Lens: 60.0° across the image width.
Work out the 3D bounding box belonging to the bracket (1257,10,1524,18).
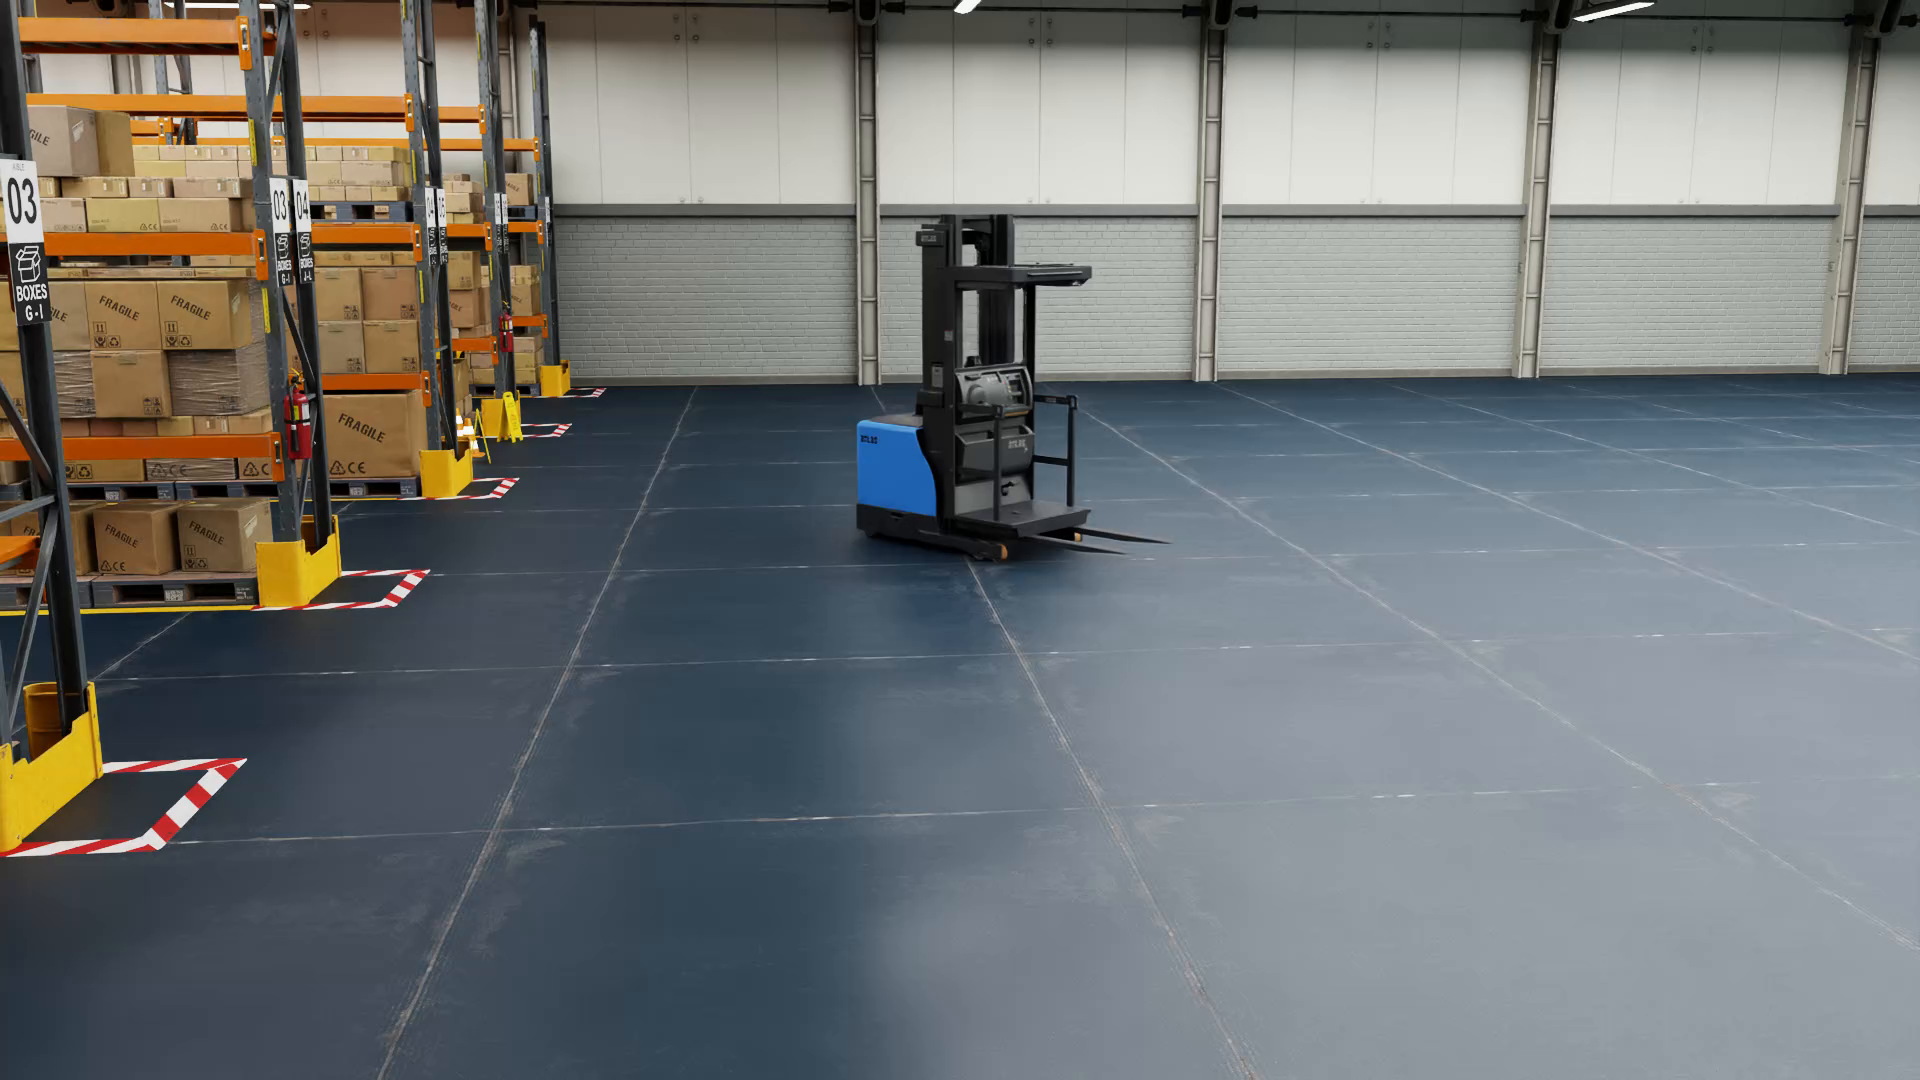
[{"bbox_3d":[7.407,-9.040,28.573,4.783,0.066,0.076,-1,11,-6],"label":"bracket"}]

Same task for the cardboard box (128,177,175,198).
[{"bbox_3d":[-5.927,-2.593,12.244,0.250,0.149,0.380,-2,11,-9],"label":"cardboard box"}]

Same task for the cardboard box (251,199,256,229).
[{"bbox_3d":[-5.659,-2.512,12.867,0.500,0.250,0.500,-1,11,-4],"label":"cardboard box"}]

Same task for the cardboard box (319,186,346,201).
[{"bbox_3d":[-6.388,-3.549,17.055,0.250,0.149,0.380,-1,11,-5],"label":"cardboard box"}]

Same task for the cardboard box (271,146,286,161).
[{"bbox_3d":[-6.895,-3.930,16.924,0.250,0.149,0.380,-1,11,-6],"label":"cardboard box"}]

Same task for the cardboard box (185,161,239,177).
[{"bbox_3d":[-7.542,-3.733,16.954,0.500,0.250,0.500,-1,11,-6],"label":"cardboard box"}]

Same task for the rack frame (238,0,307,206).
[{"bbox_3d":[-5.153,-4.018,12.362,0.127,3.000,1.000,-1,11,-6],"label":"rack frame"}]

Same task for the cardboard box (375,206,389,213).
[{"bbox_3d":[-7.718,-4.435,21.875,0.500,0.250,0.500,-1,11,-4],"label":"cardboard box"}]

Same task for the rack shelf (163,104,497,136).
[{"bbox_3d":[-8.211,-5.523,21.887,4.000,0.370,1.077,-1,11,-6],"label":"rack shelf"}]

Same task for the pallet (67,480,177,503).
[{"bbox_3d":[-8.800,-0.577,17.639,1.213,0.211,1.003,-1,11,-6],"label":"pallet"}]

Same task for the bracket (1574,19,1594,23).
[{"bbox_3d":[10.794,-9.111,28.934,0.430,0.232,0.235,-1,11,-6],"label":"bracket"}]

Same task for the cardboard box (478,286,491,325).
[{"bbox_3d":[-6.724,-3.214,22.790,0.500,0.500,0.500,-1,11,-7],"label":"cardboard box"}]

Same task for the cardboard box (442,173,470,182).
[{"bbox_3d":[-8.205,-5.645,26.804,0.500,0.500,0.700,-1,11,-6],"label":"cardboard box"}]

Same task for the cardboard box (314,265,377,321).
[{"bbox_3d":[-6.498,-2.602,17.521,0.550,0.550,0.875,-1,11,-6],"label":"cardboard box"}]

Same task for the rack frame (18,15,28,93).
[{"bbox_3d":[-14.716,-6.704,26.023,0.127,3.000,1.000,-1,11,-6],"label":"rack frame"}]

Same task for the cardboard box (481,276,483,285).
[{"bbox_3d":[-7.840,-4.226,27.028,0.250,0.149,0.380,-1,11,-6],"label":"cardboard box"}]

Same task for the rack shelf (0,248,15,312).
[{"bbox_3d":[-6.606,-1.202,7.677,4.000,0.370,1.077,-1,11,-6],"label":"rack shelf"}]

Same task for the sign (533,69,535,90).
[{"bbox_3d":[-6.718,-7.263,26.242,0.005,0.325,0.100,-1,11,-6],"label":"sign"}]

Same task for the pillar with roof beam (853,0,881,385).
[{"bbox_3d":[-1.122,-6.328,24.112,0.548,9.000,9.100,-1,11,-6],"label":"pillar with roof beam"}]

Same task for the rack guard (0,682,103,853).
[{"bbox_3d":[-4.688,1.112,8.296,0.348,0.500,1.175,-1,11,-6],"label":"rack guard"}]

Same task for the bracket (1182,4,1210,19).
[{"bbox_3d":[4.004,-8.968,28.210,0.430,0.232,0.235,-1,11,-6],"label":"bracket"}]

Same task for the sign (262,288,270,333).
[{"bbox_3d":[-5.113,-1.691,12.255,0.005,0.325,0.100,-1,11,-6],"label":"sign"}]

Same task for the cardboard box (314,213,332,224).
[{"bbox_3d":[-8.327,-4.232,21.875,0.250,0.149,0.380,-1,11,-6],"label":"cardboard box"}]

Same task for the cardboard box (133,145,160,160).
[{"bbox_3d":[-8.152,-3.904,16.791,0.250,0.149,0.380,-1,11,-5],"label":"cardboard box"}]

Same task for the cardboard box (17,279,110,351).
[{"bbox_3d":[-6.666,-1.680,12.397,0.500,0.500,0.500,-1,11,-6],"label":"cardboard box"}]

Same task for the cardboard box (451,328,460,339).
[{"bbox_3d":[-6.811,-2.777,22.248,0.250,0.149,0.380,-1,11,-7],"label":"cardboard box"}]

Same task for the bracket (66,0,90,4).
[{"bbox_3d":[-13.891,-8.593,26.303,0.430,0.232,0.235,-1,11,-6],"label":"bracket"}]

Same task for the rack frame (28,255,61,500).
[{"bbox_3d":[-9.564,-1.945,17.366,0.127,3.000,1.000,-1,11,-6],"label":"rack frame"}]

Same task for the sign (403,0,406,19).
[{"bbox_3d":[-5.543,-5.364,16.582,0.005,0.325,0.100,-1,11,-6],"label":"sign"}]

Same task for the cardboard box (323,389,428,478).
[{"bbox_3d":[-6.255,-1.165,17.818,0.875,0.875,0.875,-1,11,-6],"label":"cardboard box"}]

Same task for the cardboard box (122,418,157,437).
[{"bbox_3d":[-6.155,-0.883,12.619,0.250,0.149,0.380,-1,11,-6],"label":"cardboard box"}]

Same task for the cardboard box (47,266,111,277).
[{"bbox_3d":[-9.194,-2.549,17.253,0.550,0.550,0.875,-1,11,-6],"label":"cardboard box"}]

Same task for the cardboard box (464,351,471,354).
[{"bbox_3d":[-8.194,-3.181,27.101,0.500,0.250,0.500,-1,11,-5],"label":"cardboard box"}]

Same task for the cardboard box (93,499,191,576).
[{"bbox_3d":[-6.366,-0.025,12.995,0.500,0.500,0.500,2,11,9],"label":"cardboard box"}]

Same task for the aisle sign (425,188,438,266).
[{"bbox_3d":[-5.485,-3.248,17.254,0.004,0.787,0.394,-1,11,-6],"label":"aisle sign"}]

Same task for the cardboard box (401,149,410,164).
[{"bbox_3d":[-5.954,-4.077,17.673,0.250,0.149,0.380,-1,11,-5],"label":"cardboard box"}]

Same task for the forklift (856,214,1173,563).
[{"bbox_3d":[0.462,-1.355,14.546,3.031,2.935,1.130,10,15,42],"label":"forklift"}]

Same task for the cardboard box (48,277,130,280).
[{"bbox_3d":[-6.724,-1.781,12.913,0.500,0.500,0.500,-1,11,-6],"label":"cardboard box"}]

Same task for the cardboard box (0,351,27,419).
[{"bbox_3d":[-7.187,-1.220,12.648,0.500,0.500,0.875,-1,11,-6],"label":"cardboard box"}]

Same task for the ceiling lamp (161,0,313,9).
[{"bbox_3d":[-10.364,-9.233,23.754,2.000,3.185,0.800,-1,11,-6],"label":"ceiling lamp"}]

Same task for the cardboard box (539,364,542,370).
[{"bbox_3d":[-7.272,-2.811,27.813,0.500,0.250,0.500,-1,11,-6],"label":"cardboard box"}]

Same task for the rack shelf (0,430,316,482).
[{"bbox_3d":[-7.141,-0.680,12.798,4.000,0.370,1.077,-1,11,-6],"label":"rack shelf"}]

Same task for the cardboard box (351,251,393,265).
[{"bbox_3d":[-7.707,-3.569,22.005,0.500,0.500,0.700,-1,11,-7],"label":"cardboard box"}]

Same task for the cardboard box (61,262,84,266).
[{"bbox_3d":[-11.588,-3.531,21.635,0.250,0.149,0.380,-2,11,-9],"label":"cardboard box"}]

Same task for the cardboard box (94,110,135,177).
[{"bbox_3d":[-6.658,-3.008,12.671,0.500,0.500,0.500,-1,11,-6],"label":"cardboard box"}]

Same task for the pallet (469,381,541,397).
[{"bbox_3d":[-7.518,-2.535,27.596,1.213,0.211,1.003,-1,11,-6],"label":"pallet"}]

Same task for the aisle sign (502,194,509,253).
[{"bbox_3d":[-6.195,-4.311,22.666,0.004,0.787,0.394,-1,11,-6],"label":"aisle sign"}]

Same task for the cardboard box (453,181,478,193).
[{"bbox_3d":[-6.527,-4.651,21.942,0.250,0.149,0.380,-1,11,-6],"label":"cardboard box"}]

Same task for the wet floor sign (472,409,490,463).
[{"bbox_3d":[-5.773,-1.253,19.951,0.232,0.644,0.267,-3,12,-16],"label":"wet floor sign"}]
